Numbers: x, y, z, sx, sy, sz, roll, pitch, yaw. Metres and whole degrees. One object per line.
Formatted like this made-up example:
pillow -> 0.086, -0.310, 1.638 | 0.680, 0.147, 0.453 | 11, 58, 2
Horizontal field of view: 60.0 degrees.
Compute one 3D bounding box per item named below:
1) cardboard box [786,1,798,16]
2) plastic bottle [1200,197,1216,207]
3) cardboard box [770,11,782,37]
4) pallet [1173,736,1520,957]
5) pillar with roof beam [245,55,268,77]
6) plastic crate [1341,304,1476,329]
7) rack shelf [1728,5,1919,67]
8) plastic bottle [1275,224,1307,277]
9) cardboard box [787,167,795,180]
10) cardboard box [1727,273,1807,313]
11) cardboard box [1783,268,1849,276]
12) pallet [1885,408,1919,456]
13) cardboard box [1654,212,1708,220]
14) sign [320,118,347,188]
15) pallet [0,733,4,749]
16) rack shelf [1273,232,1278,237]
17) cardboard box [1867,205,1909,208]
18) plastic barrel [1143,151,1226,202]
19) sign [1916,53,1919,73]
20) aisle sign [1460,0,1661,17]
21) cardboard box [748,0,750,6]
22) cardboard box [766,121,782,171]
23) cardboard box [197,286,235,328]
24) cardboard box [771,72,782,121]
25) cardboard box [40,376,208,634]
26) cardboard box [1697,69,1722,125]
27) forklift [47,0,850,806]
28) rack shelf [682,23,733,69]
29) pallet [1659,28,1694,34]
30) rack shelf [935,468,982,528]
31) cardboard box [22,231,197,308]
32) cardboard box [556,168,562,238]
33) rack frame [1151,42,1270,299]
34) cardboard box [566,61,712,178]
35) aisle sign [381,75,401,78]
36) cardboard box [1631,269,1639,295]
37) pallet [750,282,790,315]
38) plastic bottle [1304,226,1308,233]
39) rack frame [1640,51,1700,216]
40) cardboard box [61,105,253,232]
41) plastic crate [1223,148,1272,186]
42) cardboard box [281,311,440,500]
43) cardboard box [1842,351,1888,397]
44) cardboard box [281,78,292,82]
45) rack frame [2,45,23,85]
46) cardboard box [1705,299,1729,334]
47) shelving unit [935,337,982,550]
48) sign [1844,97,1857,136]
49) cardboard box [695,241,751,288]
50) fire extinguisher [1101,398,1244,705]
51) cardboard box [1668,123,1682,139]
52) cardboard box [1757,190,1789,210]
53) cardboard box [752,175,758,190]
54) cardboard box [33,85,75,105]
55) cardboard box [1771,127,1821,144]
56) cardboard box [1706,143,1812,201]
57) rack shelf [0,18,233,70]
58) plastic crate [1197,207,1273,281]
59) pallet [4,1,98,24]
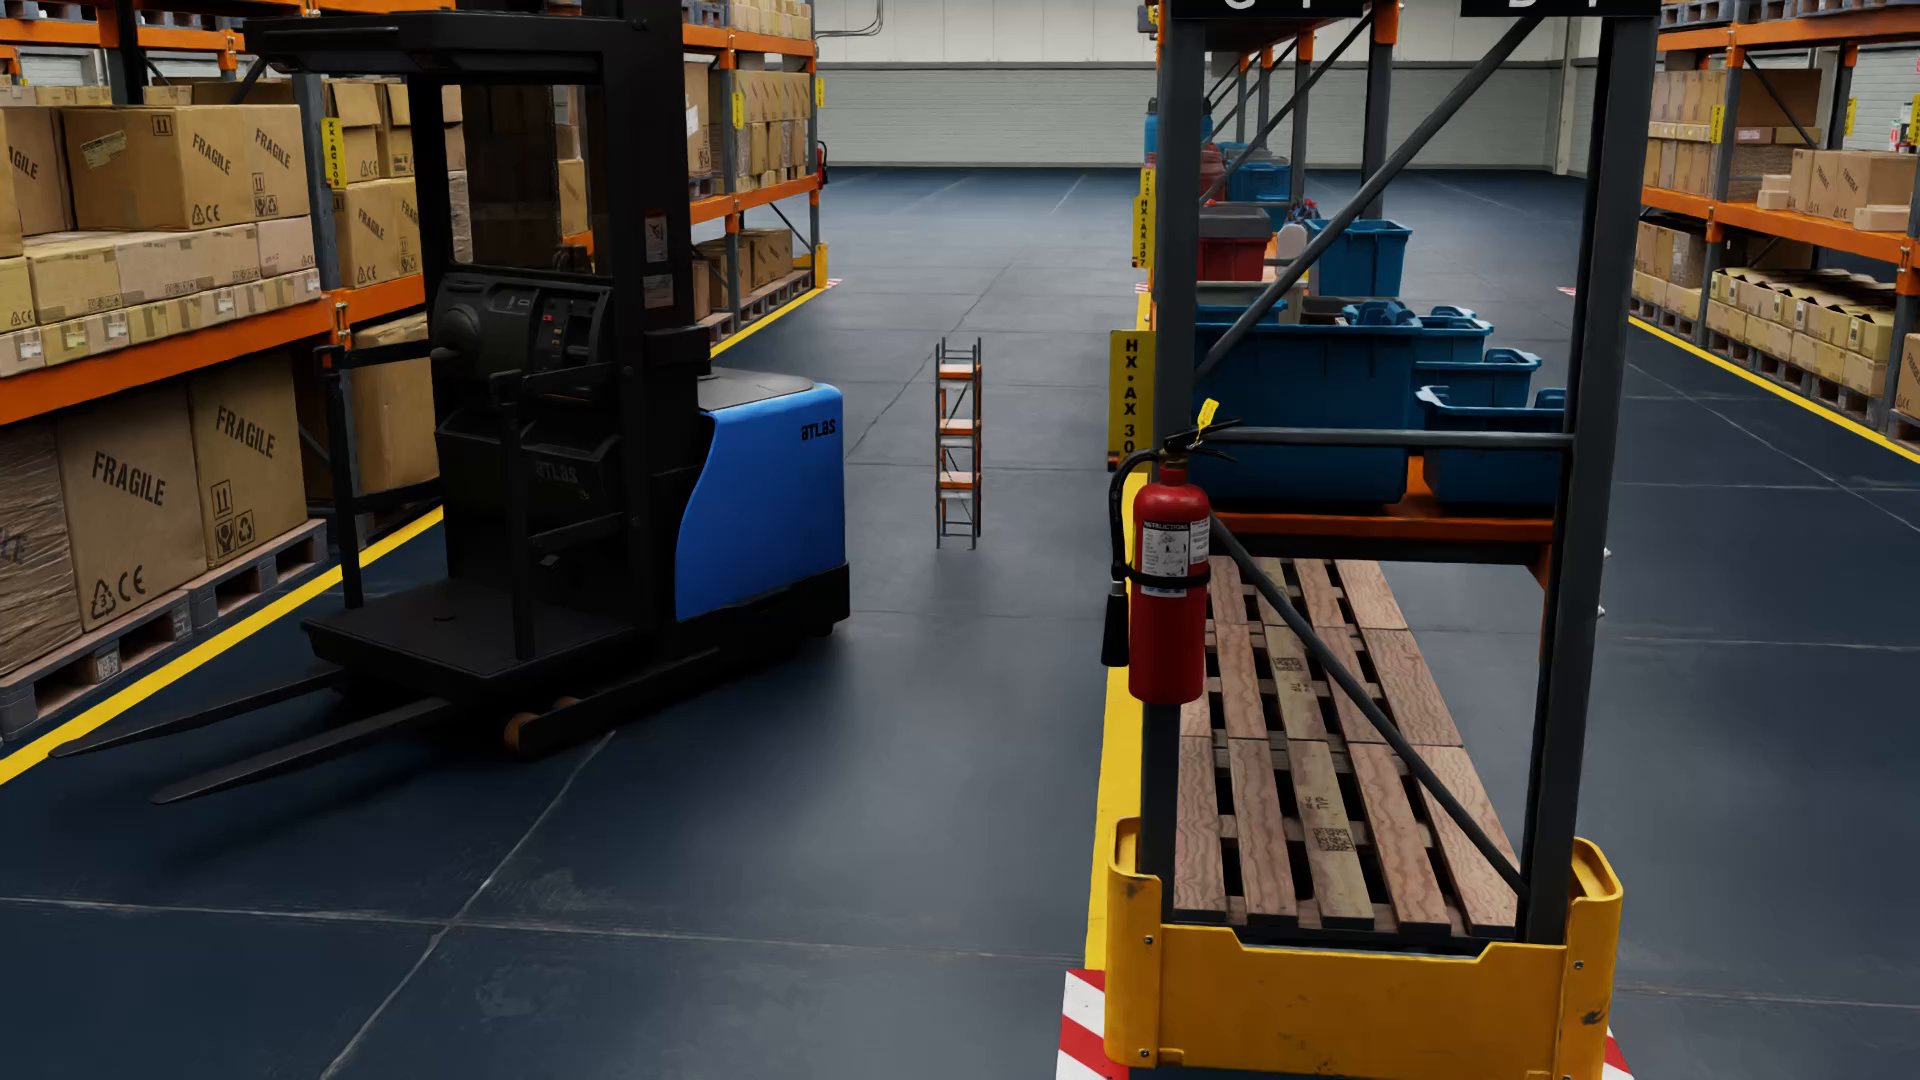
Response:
cardboard box -> -1.975, -5.799, 18.137 | 0.380, 0.149, 0.250 | 2, 15, 7
plastic bottle -> 1.619, -2.128, 11.023 | 0.152, 0.276, 0.135 | 2, 15, 6
cardboard box -> -2.154, -5.366, 17.301 | 0.500, 0.250, 0.500 | 1, 15, 5
pallet -> 1.067, 0.913, 4.881 | 1.003, 0.211, 1.213 | 2, 15, 6
pillar with roof beam -> -11.626, -12.237, 36.676 | 9.100, 9.000, 0.400 | 2, 15, 6
plastic crate -> 1.472, -0.642, 5.495 | 0.416, 0.233, 0.300 | 2, 15, 6
rack shelf -> 6.985, -3.768, 12.481 | 1.077, 0.370, 4.000 | 2, 15, 6
plastic bottle -> 1.770, -1.551, 8.890 | 0.152, 0.276, 0.135 | 2, 15, 6
cardboard box -> -2.057, -4.119, 18.630 | 0.380, 0.149, 0.250 | 2, 15, 6
cardboard box -> 6.854, -2.102, 14.079 | 0.500, 0.311, 0.500 | 2, 15, 6
cardboard box -> 7.449, -2.218, 14.508 | 0.500, 0.311, 0.500 | 2, 15, 6
pallet -> 6.637, -0.610, 10.512 | 1.003, 0.211, 1.213 | 2, 15, 6
cardboard box -> 7.897, -3.313, 18.193 | 0.500, 0.500, 0.500 | 2, 15, 6
sign -> -2.983, -1.844, 7.924 | 0.100, 0.325, 0.005 | 2, 15, 6
pallet -> -3.974, 0.770, 5.409 | 1.003, 0.211, 1.213 | 2, 15, 6
rack shelf -> 2.063, -2.466, 13.415 | 1.077, 0.370, 4.000 | 2, 15, 6
cardboard box -> 6.847, -2.359, 12.122 | 0.380, 0.149, 0.250 | 3, 15, 10
plastic barrel -> 1.589, -2.490, 11.863 | 0.600, 0.536, 0.708 | 2, 15, 6
sign -> 14.458, -7.185, 25.047 | 0.001, 0.298, 0.199 | 2, 15, 6
aisle sign -> 1.222, -1.448, 3.289 | 0.394, 0.787, 0.004 | 2, 15, 6
cardboard box -> -2.290, -5.327, 16.395 | 0.380, 0.149, 0.250 | 2, 15, 8
cardboard box -> -2.375, -4.175, 17.594 | 0.875, 0.500, 0.500 | 2, 15, 6
cardboard box -> -3.331, -0.993, 7.071 | 0.380, 0.149, 0.250 | 2, 15, 7
cardboard box -> -2.172, -4.652, 17.441 | 0.500, 0.500, 0.500 | 2, 15, 6
cardboard box -> -3.791, -0.178, 6.841 | 0.875, 0.875, 0.875 | 2, 15, 6
cardboard box -> 7.310, -4.107, 15.425 | 0.700, 0.500, 0.500 | 2, 15, 6
forklift -> -1.749, -0.789, 5.964 | 1.130, 2.935, 3.031 | 11, 19, 35
rack shelf -> -2.858, -4.060, 13.563 | 1.077, 0.370, 4.000 | 2, 15, 6
pallet -> 7.556, -5.446, 17.478 | 1.003, 0.211, 1.213 | 2, 15, 6
rack shelf -> -0.006, -0.214, 8.549 | 0.215, 0.259, 0.240 | 2, 15, 6
cardboard box -> -3.437, -1.086, 6.648 | 0.500, 0.250, 0.500 | 2, 15, 7
cardboard box -> -2.955, -2.225, 10.952 | 0.500, 0.500, 0.500 | 2, 15, 6
rack frame -> 2.289, -3.332, 15.240 | 1.000, 3.000, 0.127 | 2, 15, 6
cardboard box -> -2.861, -3.769, 14.899 | 1.000, 1.000, 1.000 | 2, 15, 7
aisle sign -> -6.792, -5.953, 19.949 | 0.394, 0.787, 0.004 | 2, 15, 6
cardboard box -> 7.270, -2.706, 17.388 | 0.500, 0.250, 0.500 | 2, 15, 6
pallet -> -2.456, -2.625, 17.965 | 1.003, 0.211, 1.213 | 2, 15, 6
plastic bottle -> 1.948, -1.607, 9.096 | 0.152, 0.276, 0.135 | 2, 15, 6
rack frame -> 7.662, -4.223, 18.533 | 1.000, 3.000, 0.127 | 2, 15, 6
cardboard box -> -3.382, -1.580, 7.039 | 0.500, 0.500, 0.500 | 2, 15, 7
plastic crate -> 2.538, -3.229, 14.734 | 0.402, 0.464, 0.583 | 2, 15, 6
cardboard box -> -3.483, -0.747, 8.944 | 1.225, 0.875, 0.875 | 2, 15, 6
cardboard box -> 6.576, -1.167, 11.695 | 0.500, 0.250, 0.500 | 2, 15, 8
cardboard box -> -7.329, -4.621, 17.649 | 0.875, 0.550, 0.550 | 2, 15, 6
rack frame -> -12.028, -4.808, 20.695 | 1.000, 3.000, 0.127 | 2, 15, 6
cardboard box -> 6.919, -1.964, 14.641 | 0.500, 0.250, 0.500 | 1, 15, 5
shelving unit -> -0.006, -0.493, 8.474 | 0.215, 1.050, 0.252 | 2, 15, 6
sign -> 7.751, -3.693, 14.506 | 0.100, 0.325, 0.005 | 2, 15, 6
cardboard box -> -2.498, -2.889, 17.584 | 0.500, 0.500, 0.500 | 0, 15, 1
fire extinguisher -> 0.466, 0.023, 3.693 | 0.296, 0.674, 0.183 | 2, 15, 6
cardboard box -> 7.200, -4.022, 16.356 | 0.380, 0.149, 0.250 | 2, 15, 8
cardboard box -> 6.907, -2.841, 13.902 | 0.380, 0.149, 0.250 | 2, 15, 6
cardboard box -> -2.249, -3.599, 16.708 | 0.380, 0.149, 0.250 | 2, 15, 6
cardboard box -> -7.829, -3.525, 13.843 | 0.700, 0.500, 0.500 | 1, 15, 5
cardboard box -> 7.433, -3.611, 14.836 | 0.380, 0.149, 0.250 | 2, 15, 6
cardboard box -> 7.254, -3.349, 15.110 | 0.700, 0.500, 0.500 | 1, 15, 5
rack shelf -> -7.775, -4.233, 14.200 | 1.077, 0.370, 4.000 | 2, 15, 6
plastic crate -> 1.036, -1.093, 6.721 | 0.402, 0.464, 0.583 | 2, 15, 6
pallet -> -7.857, -4.429, 13.909 | 1.003, 0.211, 1.213 | 2, 15, 9
